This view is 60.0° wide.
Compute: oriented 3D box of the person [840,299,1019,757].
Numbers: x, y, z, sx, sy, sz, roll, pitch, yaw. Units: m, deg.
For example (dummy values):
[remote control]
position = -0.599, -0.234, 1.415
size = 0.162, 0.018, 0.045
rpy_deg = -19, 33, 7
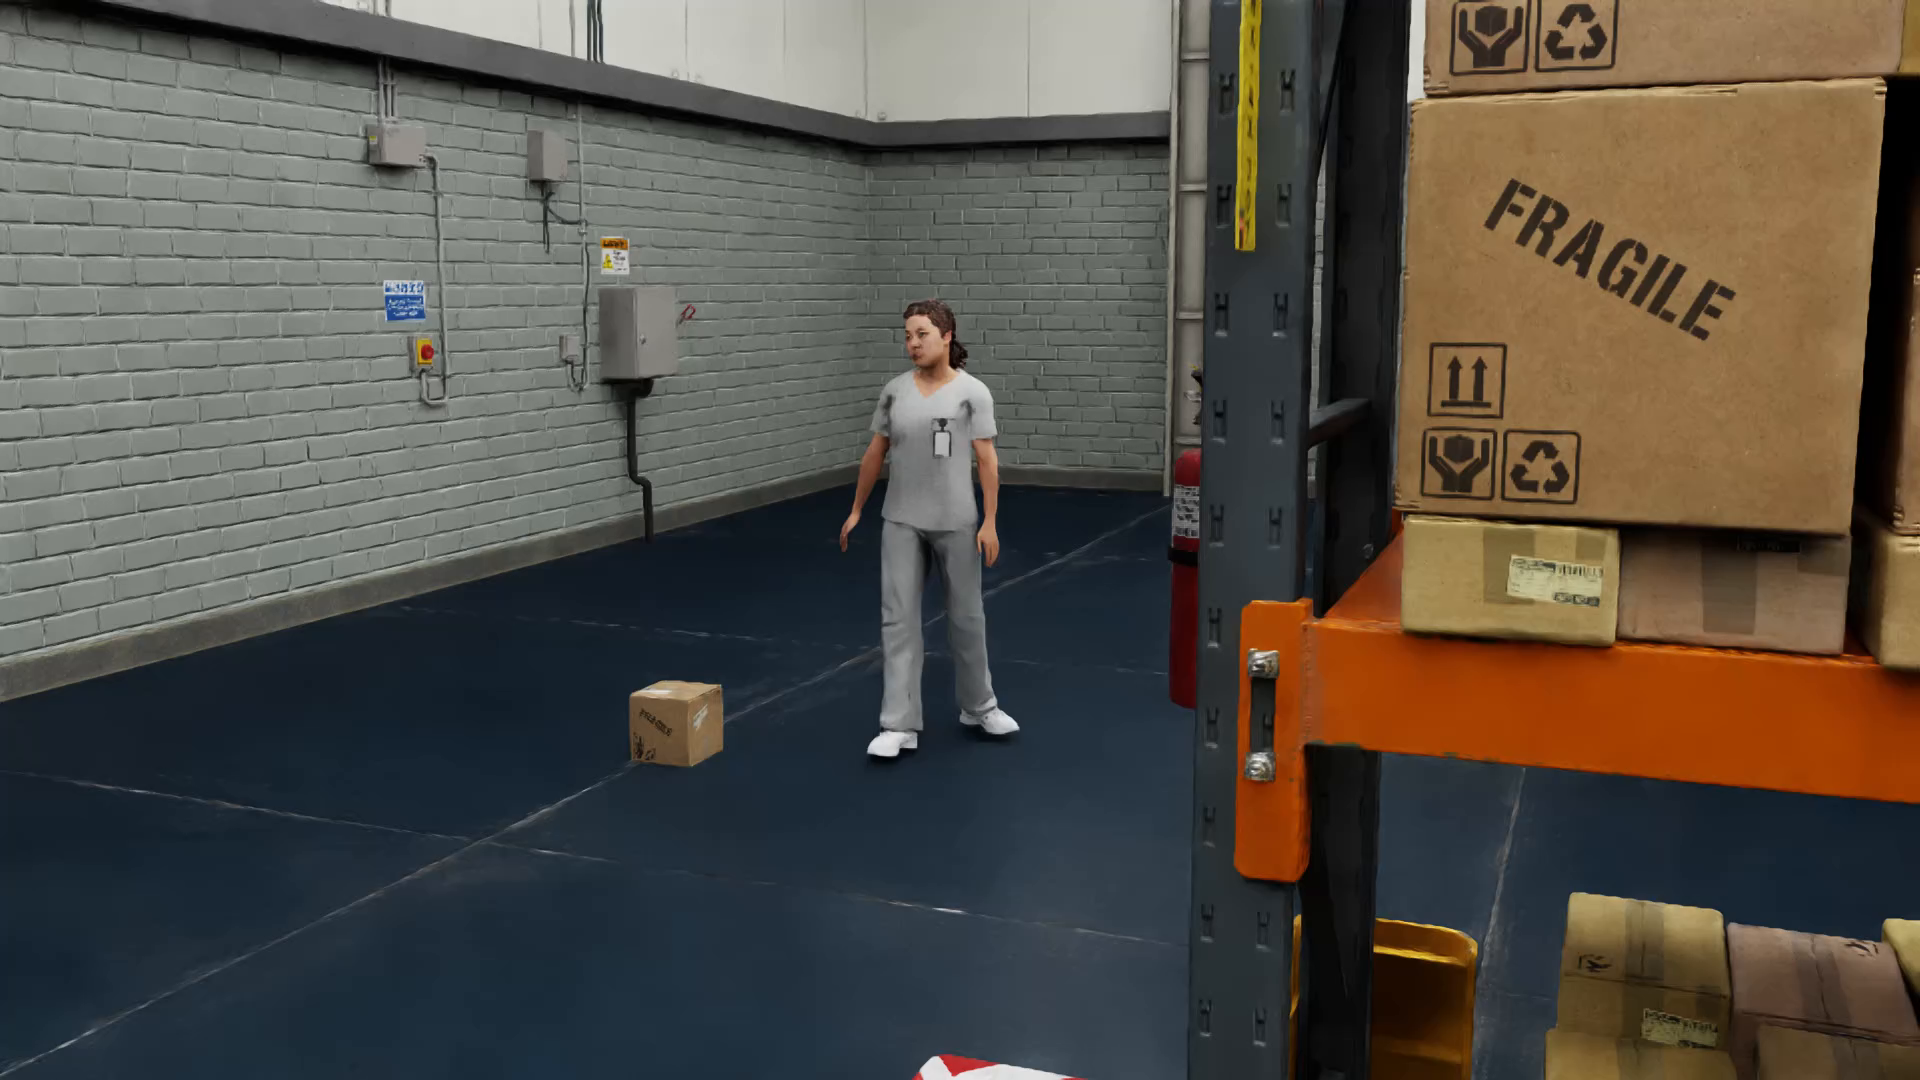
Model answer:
[person]
position = -0.127, -0.053, 6.168
size = 0.668, 1.666, 0.627
rpy_deg = 2, 9, 11
